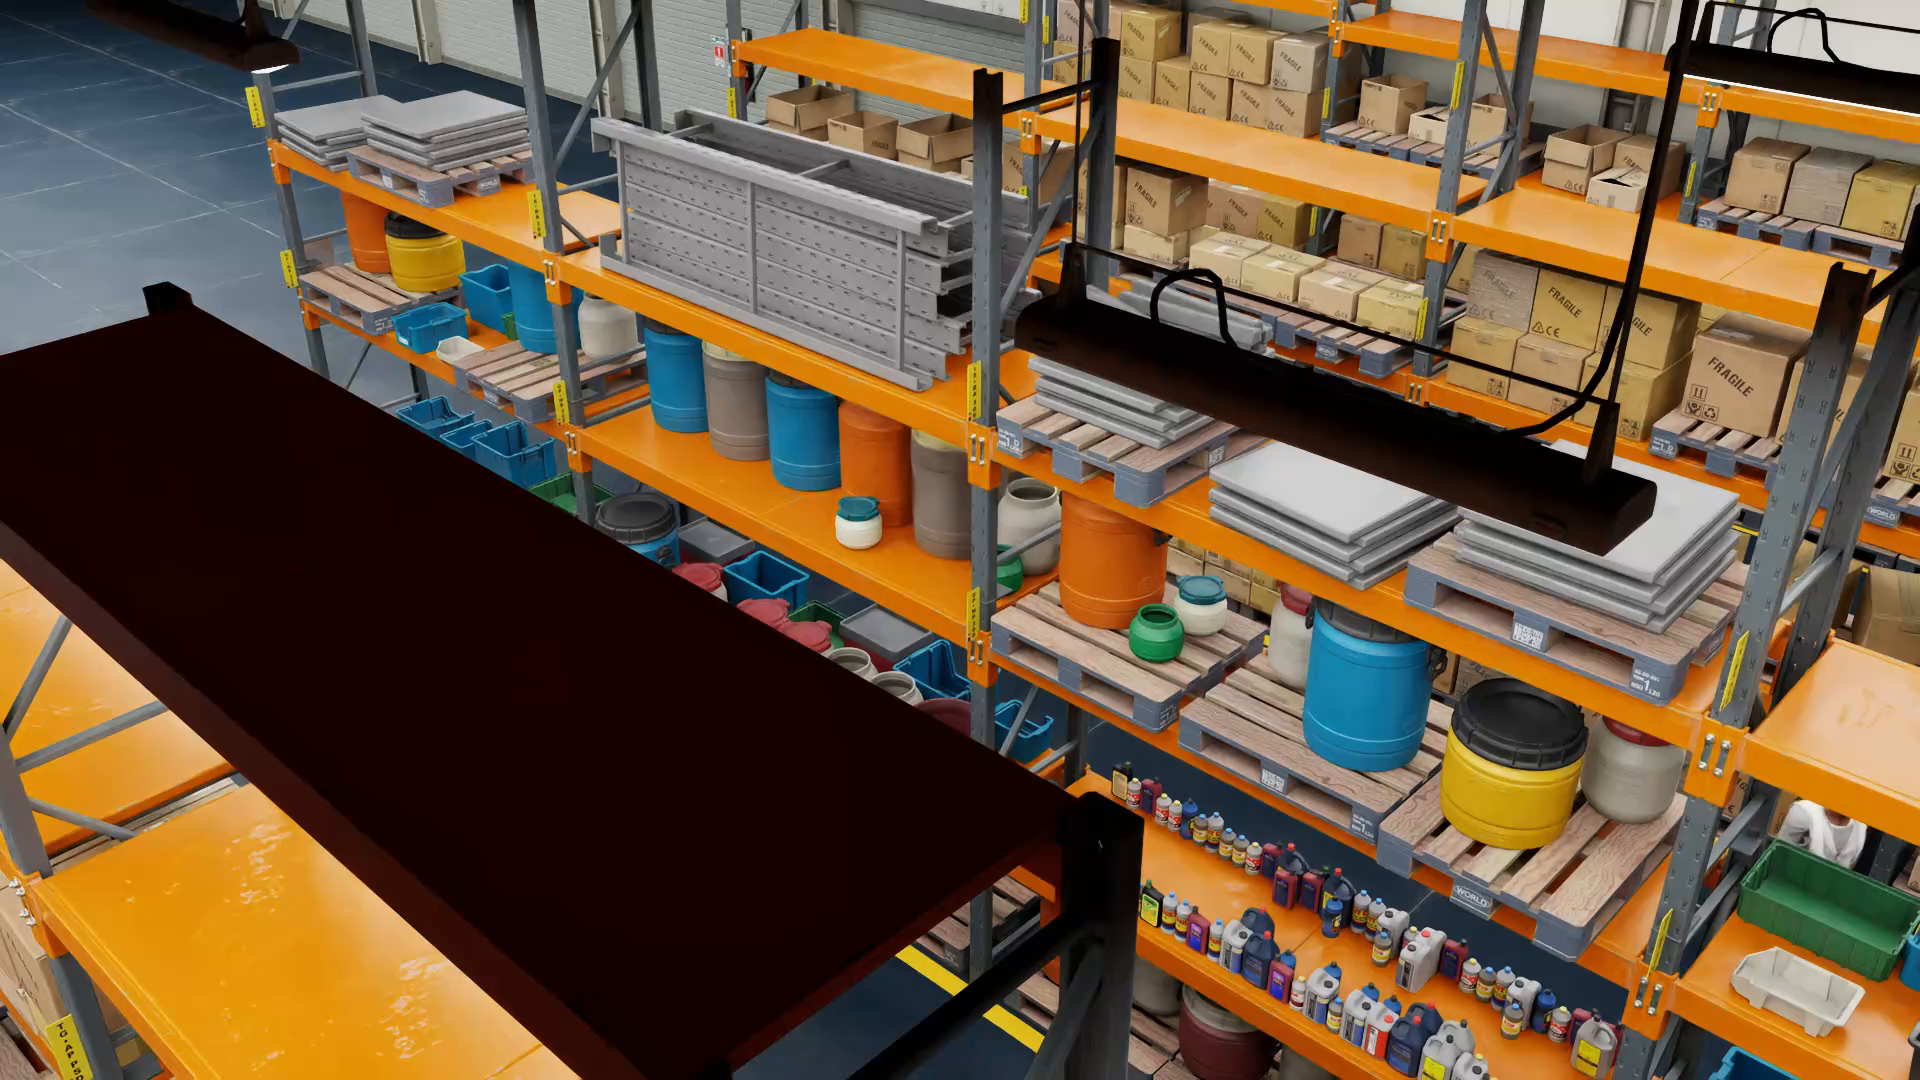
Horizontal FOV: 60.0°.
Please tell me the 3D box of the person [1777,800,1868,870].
[{"bbox_3d":[5.385,2.156,10.603,0.596,1.787,0.501,-3,30,-5],"label":"person"}]
